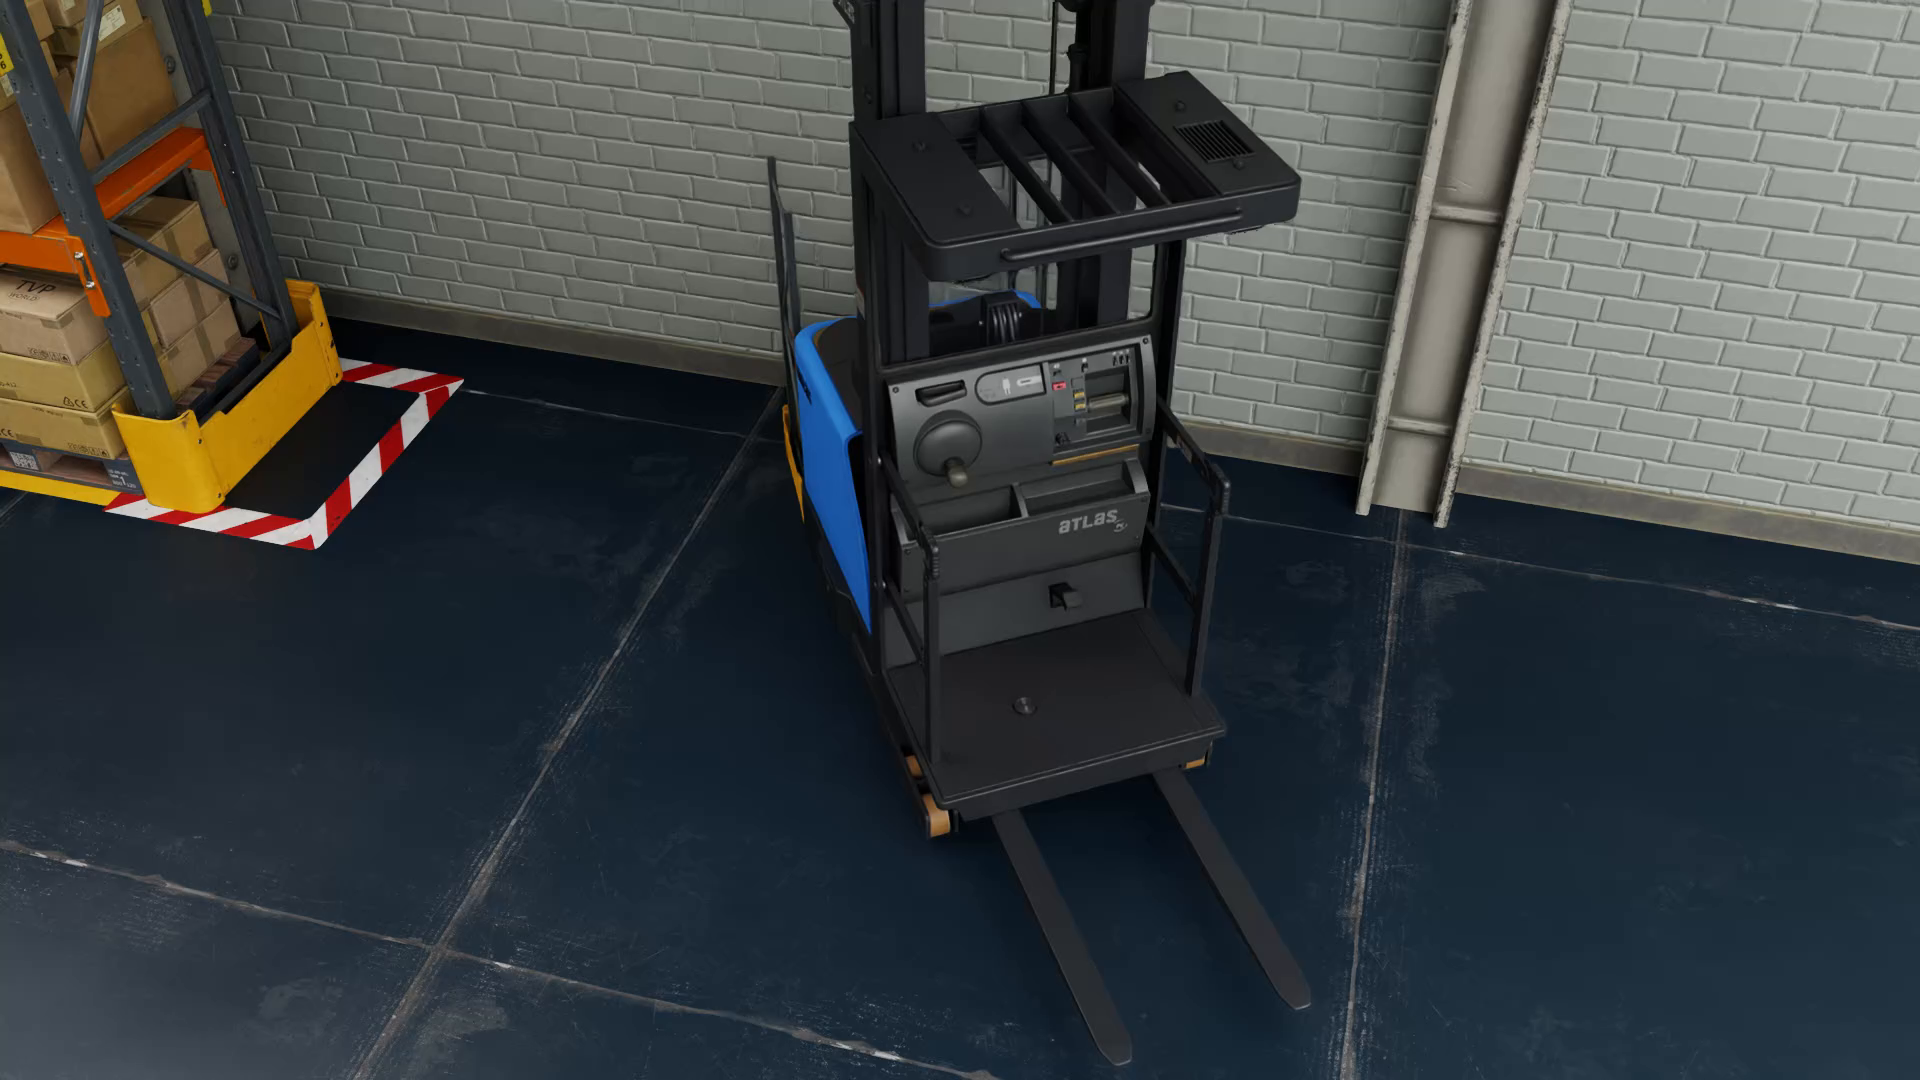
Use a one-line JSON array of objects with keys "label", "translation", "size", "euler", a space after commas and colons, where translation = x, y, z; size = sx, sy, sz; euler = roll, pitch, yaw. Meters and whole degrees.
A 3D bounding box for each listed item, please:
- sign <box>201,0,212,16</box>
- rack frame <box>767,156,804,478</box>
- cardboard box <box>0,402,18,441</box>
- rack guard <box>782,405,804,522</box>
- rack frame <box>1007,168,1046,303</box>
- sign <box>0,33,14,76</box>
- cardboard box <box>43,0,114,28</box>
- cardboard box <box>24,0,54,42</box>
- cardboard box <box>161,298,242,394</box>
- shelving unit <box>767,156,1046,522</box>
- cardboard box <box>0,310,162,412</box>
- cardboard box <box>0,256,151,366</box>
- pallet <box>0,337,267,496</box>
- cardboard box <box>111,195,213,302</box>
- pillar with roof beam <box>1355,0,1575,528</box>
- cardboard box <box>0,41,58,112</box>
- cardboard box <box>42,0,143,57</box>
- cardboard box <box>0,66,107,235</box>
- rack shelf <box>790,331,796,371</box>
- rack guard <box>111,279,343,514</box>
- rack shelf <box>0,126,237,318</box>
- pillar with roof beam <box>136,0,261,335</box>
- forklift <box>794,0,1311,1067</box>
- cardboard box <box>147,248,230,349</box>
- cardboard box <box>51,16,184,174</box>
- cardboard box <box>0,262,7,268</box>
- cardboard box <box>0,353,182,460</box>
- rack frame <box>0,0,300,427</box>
[{"label": "sign", "translation": [-3.222, -2.357, 6.989], "size": [0.005, 0.325, 0.100], "euler": [10, 41, 11]}, {"label": "rack frame", "translation": [-0.713, -0.829, 7.063], "size": [0.032, 1.500, 0.500], "euler": [-9, 40, -10]}, {"label": "cardboard box", "translation": [-4.384, -0.729, 7.598], "size": [0.500, 0.250, 0.500], "euler": [10, 41, 11]}, {"label": "rack guard", "translation": [-0.707, -0.343, 7.456], "size": [0.087, 0.250, 0.587], "euler": [-9, 40, -10]}, {"label": "rack frame", "translation": [0.278, -0.978, 7.236], "size": [0.032, 1.500, 0.500], "euler": [-9, 40, -10]}, {"label": "sign", "translation": [-3.525, -1.850, 6.036], "size": [0.005, 0.325, 0.100], "euler": [10, 41, 11]}, {"label": "cardboard box", "translation": [-3.640, -2.240, 6.772], "size": [0.250, 0.149, 0.380], "euler": [9, 41, 11]}, {"label": "cardboard box", "translation": [-3.771, -1.980, 6.462], "size": [0.250, 0.149, 0.380], "euler": [10, 41, 12]}, {"label": "cardboard box", "translation": [-3.795, -0.962, 7.875], "size": [0.500, 0.250, 0.500], "euler": [10, 41, 12]}, {"label": "shelving unit", "translation": [-0.226, -0.902, 7.148], "size": [1.083, 1.500, 0.587], "euler": [-9, 40, -10]}, {"label": "cardboard box", "translation": [-3.922, -0.837, 7.337], "size": [0.500, 0.250, 0.500], "euler": [9, 41, 11]}, {"label": "cardboard box", "translation": [-3.896, -1.025, 7.172], "size": [0.500, 0.250, 0.500], "euler": [11, 41, 13]}, {"label": "pallet", "translation": [-4.121, -0.685, 7.901], "size": [1.213, 0.211, 1.003], "euler": [10, 41, 11]}, {"label": "cardboard box", "translation": [-3.786, -1.339, 7.546], "size": [0.500, 0.250, 0.500], "euler": [9, 41, 11]}, {"label": "pillar with roof beam", "translation": [0.873, -0.952, 1.387], "size": [0.400, 9.000, 9.100], "euler": [10, 41, 11]}, {"label": "cardboard box", "translation": [-3.778, -1.821, 6.504], "size": [0.250, 0.149, 0.380], "euler": [10, 41, 12]}, {"label": "cardboard box", "translation": [-3.632, -2.155, 6.902], "size": [0.250, 0.149, 0.380], "euler": [9, 41, 10]}, {"label": "cardboard box", "translation": [-3.914, -1.608, 6.755], "size": [0.500, 0.500, 0.500], "euler": [9, 41, 10]}, {"label": "rack shelf", "translation": [-0.216, -0.764, 7.263], "size": [1.000, 0.185, 0.538], "euler": [-9, 40, -10]}, {"label": "rack guard", "translation": [-3.348, -0.690, 7.683], "size": [0.348, 0.500, 1.175], "euler": [10, 41, 11]}, {"label": "rack shelf", "translation": [-5.303, -1.708, 7.511], "size": [4.000, 0.370, 1.077], "euler": [10, 41, 11]}, {"label": "pillar with roof beam", "translation": [-4.923, -1.950, 2.574], "size": [0.400, 9.000, 9.100], "euler": [10, 41, 11]}, {"label": "forklift", "translation": [0.288, -0.355, 5.394], "size": [1.130, 2.935, 3.031], "euler": [-12, 42, -14]}, {"label": "cardboard box", "translation": [-3.771, -1.158, 7.719], "size": [0.500, 0.250, 0.500], "euler": [10, 41, 12]}, {"label": "cardboard box", "translation": [-3.778, -1.944, 7.155], "size": [0.500, 0.500, 0.500], "euler": [11, 41, 13]}, {"label": "cardboard box", "translation": [-4.391, -1.106, 7.268], "size": [0.500, 0.250, 0.500], "euler": [10, 41, 12]}, {"label": "cardboard box", "translation": [-3.907, -0.641, 7.492], "size": [0.500, 0.250, 0.500], "euler": [10, 41, 12]}, {"label": "rack frame", "translation": [-3.371, -1.651, 6.884], "size": [0.127, 3.000, 1.000], "euler": [10, 41, 11]}]
